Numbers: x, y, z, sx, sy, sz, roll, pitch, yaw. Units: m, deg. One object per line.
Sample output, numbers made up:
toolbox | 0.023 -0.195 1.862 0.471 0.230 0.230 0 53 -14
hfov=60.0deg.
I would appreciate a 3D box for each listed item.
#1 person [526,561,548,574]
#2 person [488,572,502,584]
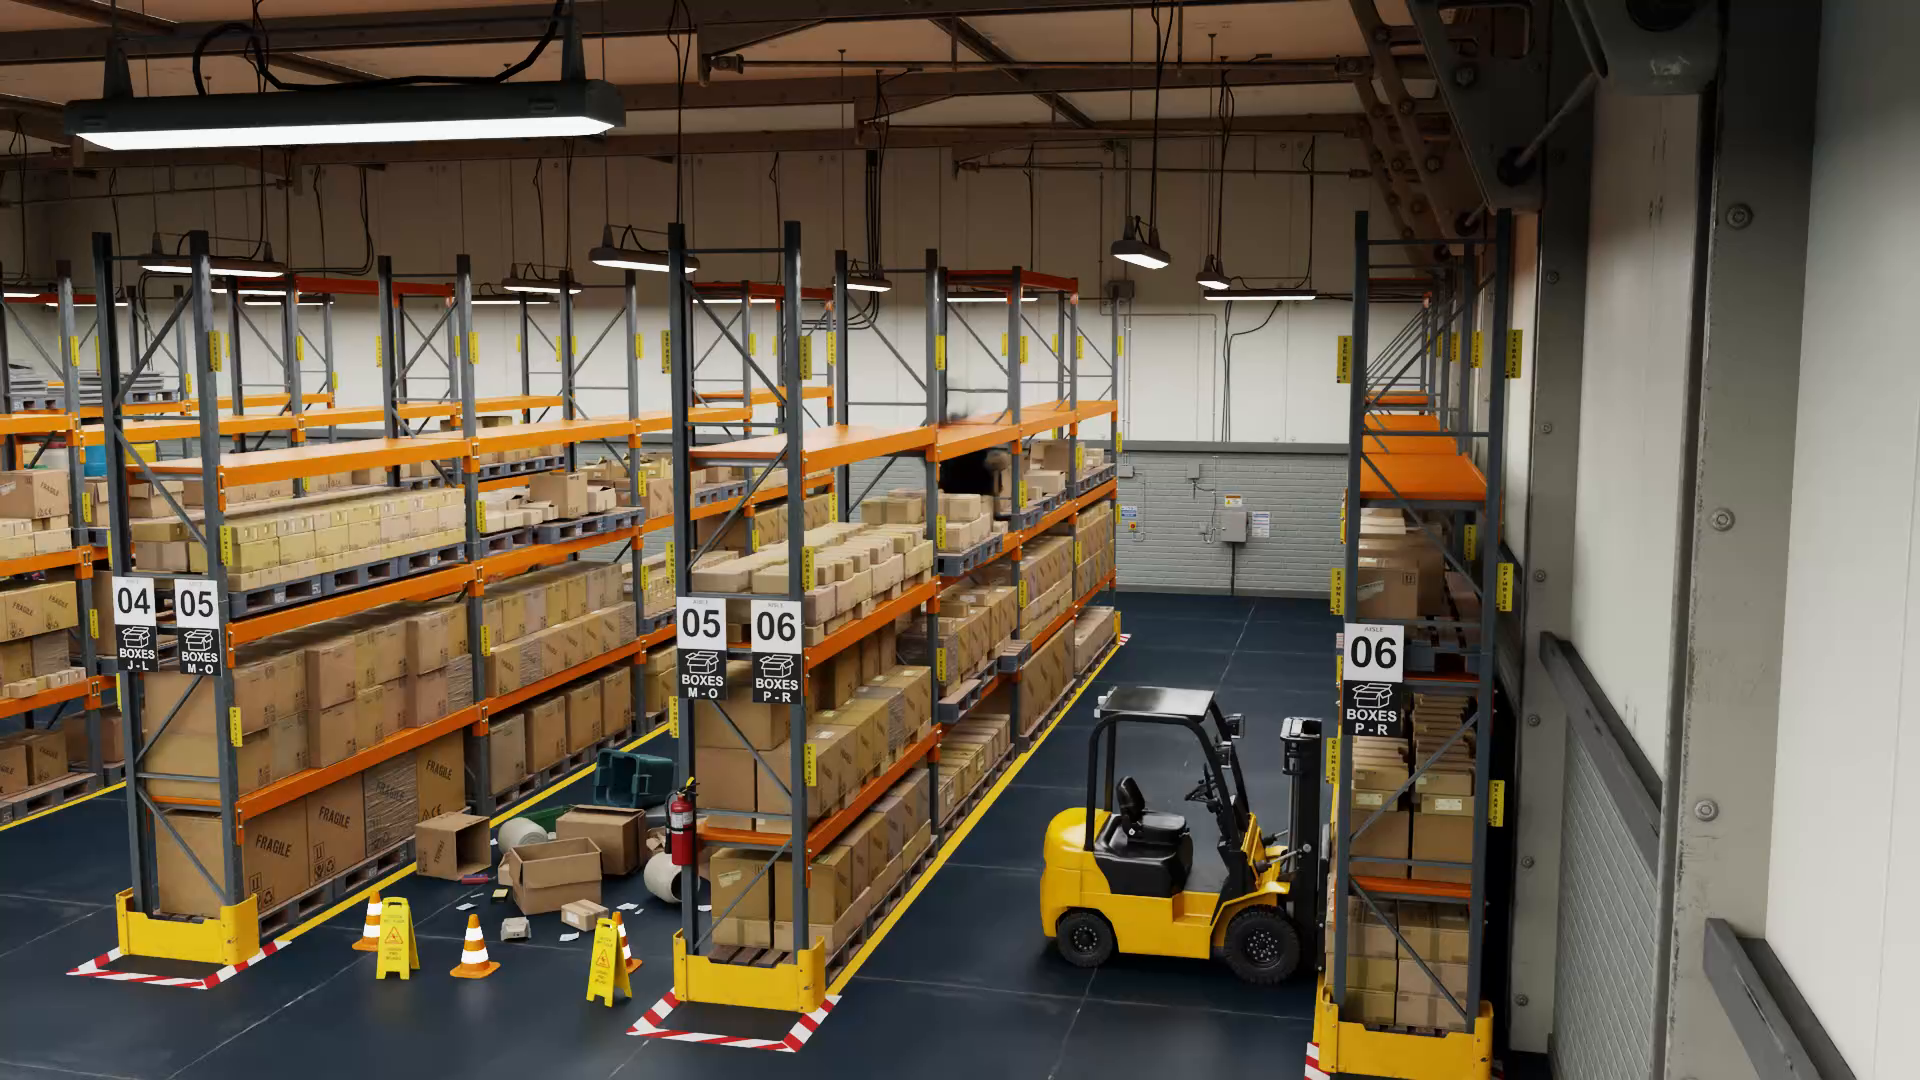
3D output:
person | -6.754 1.050 26.763 0.671 1.751 0.849 2 7 14
person | -6.942 1.271 24.884 0.639 1.741 0.587 0 7 3
